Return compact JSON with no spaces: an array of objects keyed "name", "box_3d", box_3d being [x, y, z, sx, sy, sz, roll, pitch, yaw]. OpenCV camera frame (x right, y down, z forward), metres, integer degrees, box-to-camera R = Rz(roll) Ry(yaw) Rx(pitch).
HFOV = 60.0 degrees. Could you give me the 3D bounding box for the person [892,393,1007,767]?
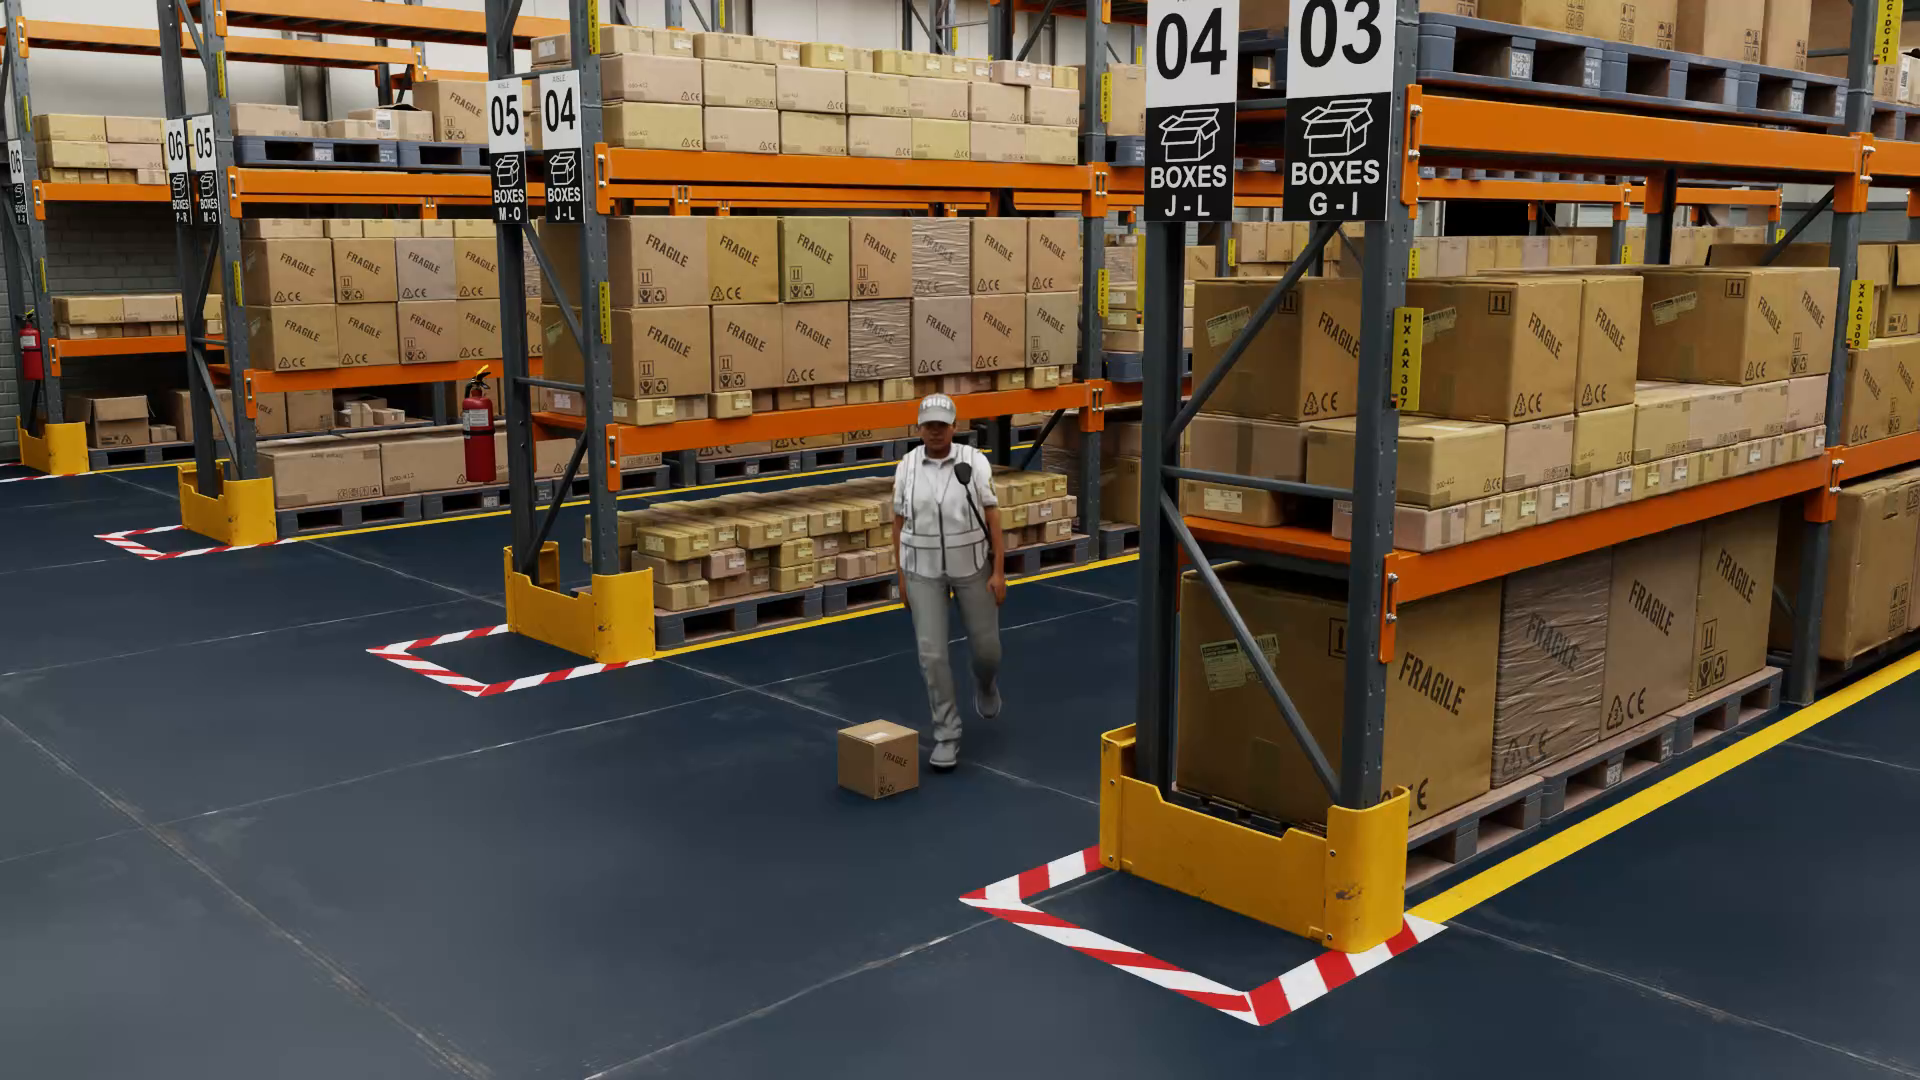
[{"name":"person","box_3d":[-0.046,0.149,7.587,0.525,1.646,0.717,1,11,4]}]
